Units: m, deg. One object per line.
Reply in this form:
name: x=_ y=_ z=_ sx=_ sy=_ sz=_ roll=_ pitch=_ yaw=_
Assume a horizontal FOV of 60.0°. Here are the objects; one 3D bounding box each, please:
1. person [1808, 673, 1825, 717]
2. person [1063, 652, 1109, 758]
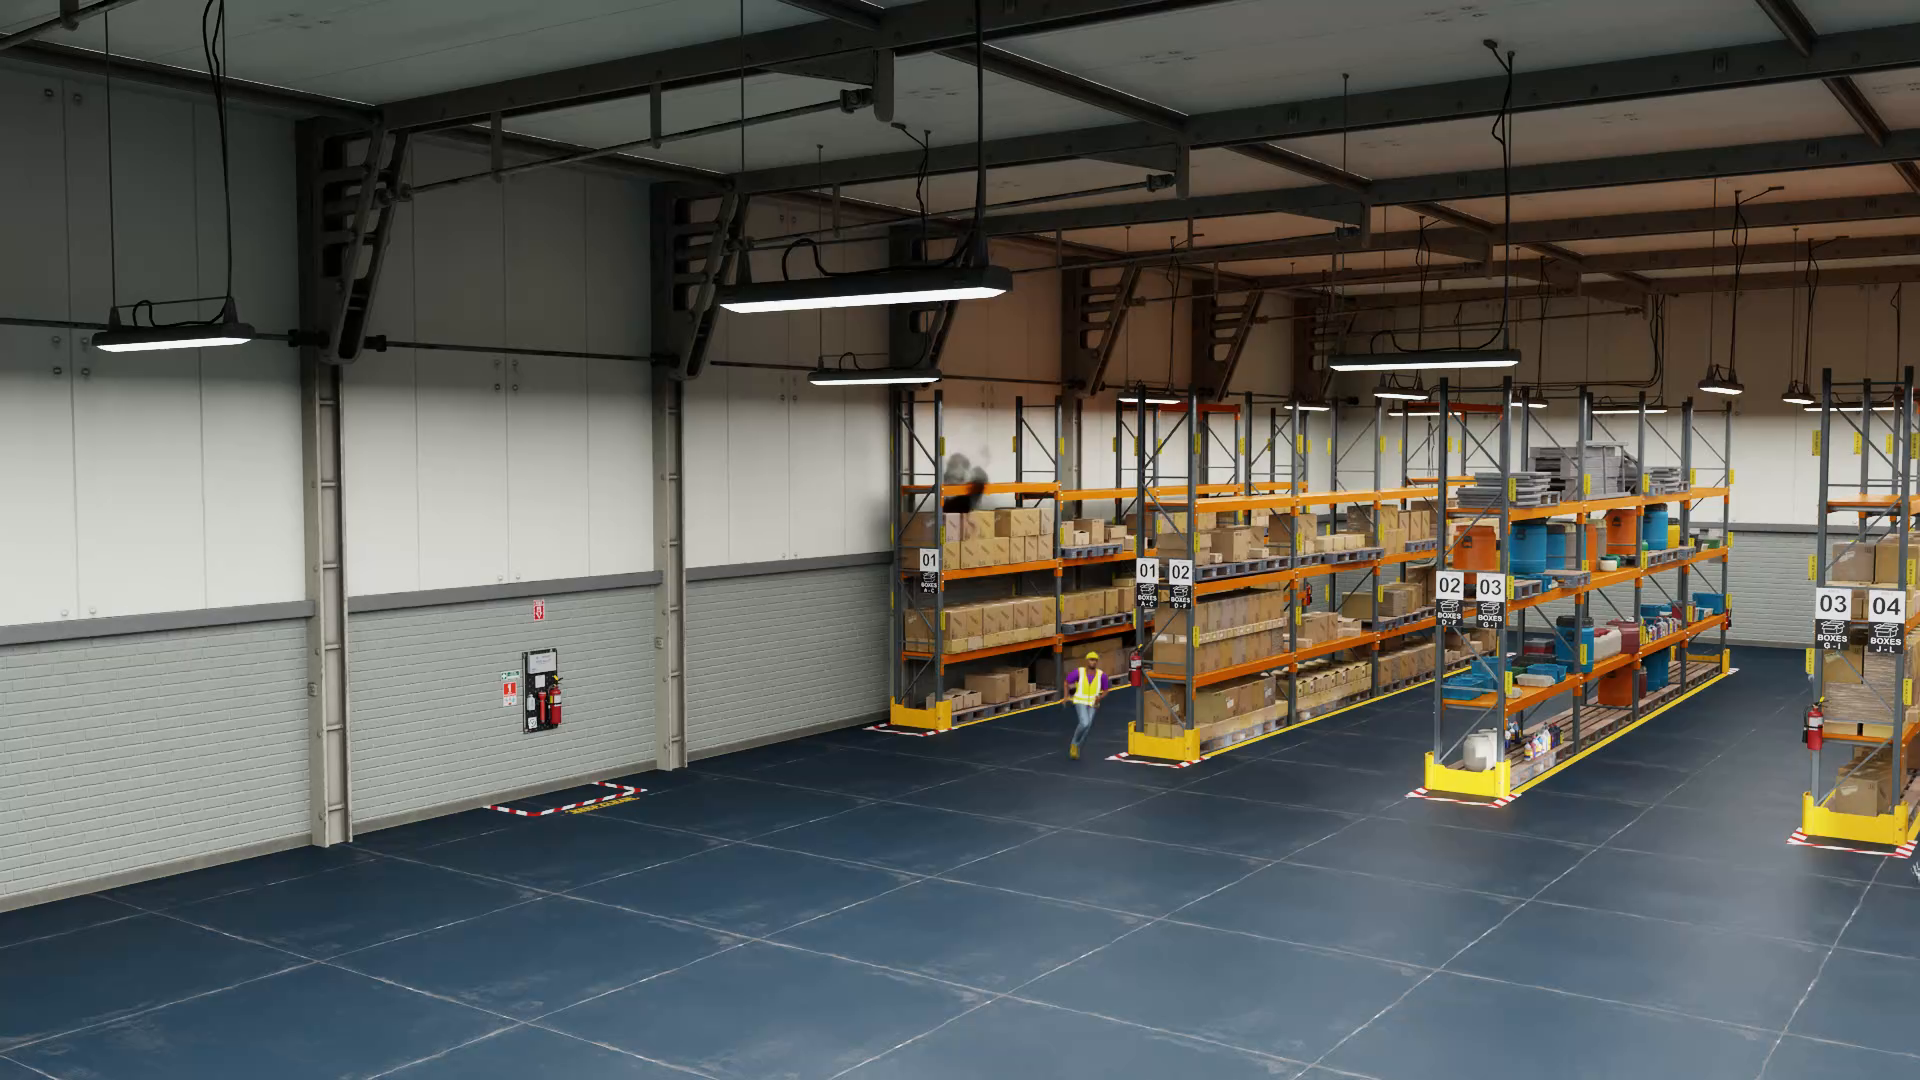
person: x=15.106 y=2.517 z=29.100 sx=0.608 sy=1.729 sz=0.754 roll=2 pitch=4 yaw=36
person: x=2.033 y=2.637 z=26.521 sx=0.725 sy=1.697 sz=0.649 roll=-1 pitch=3 yaw=-11
